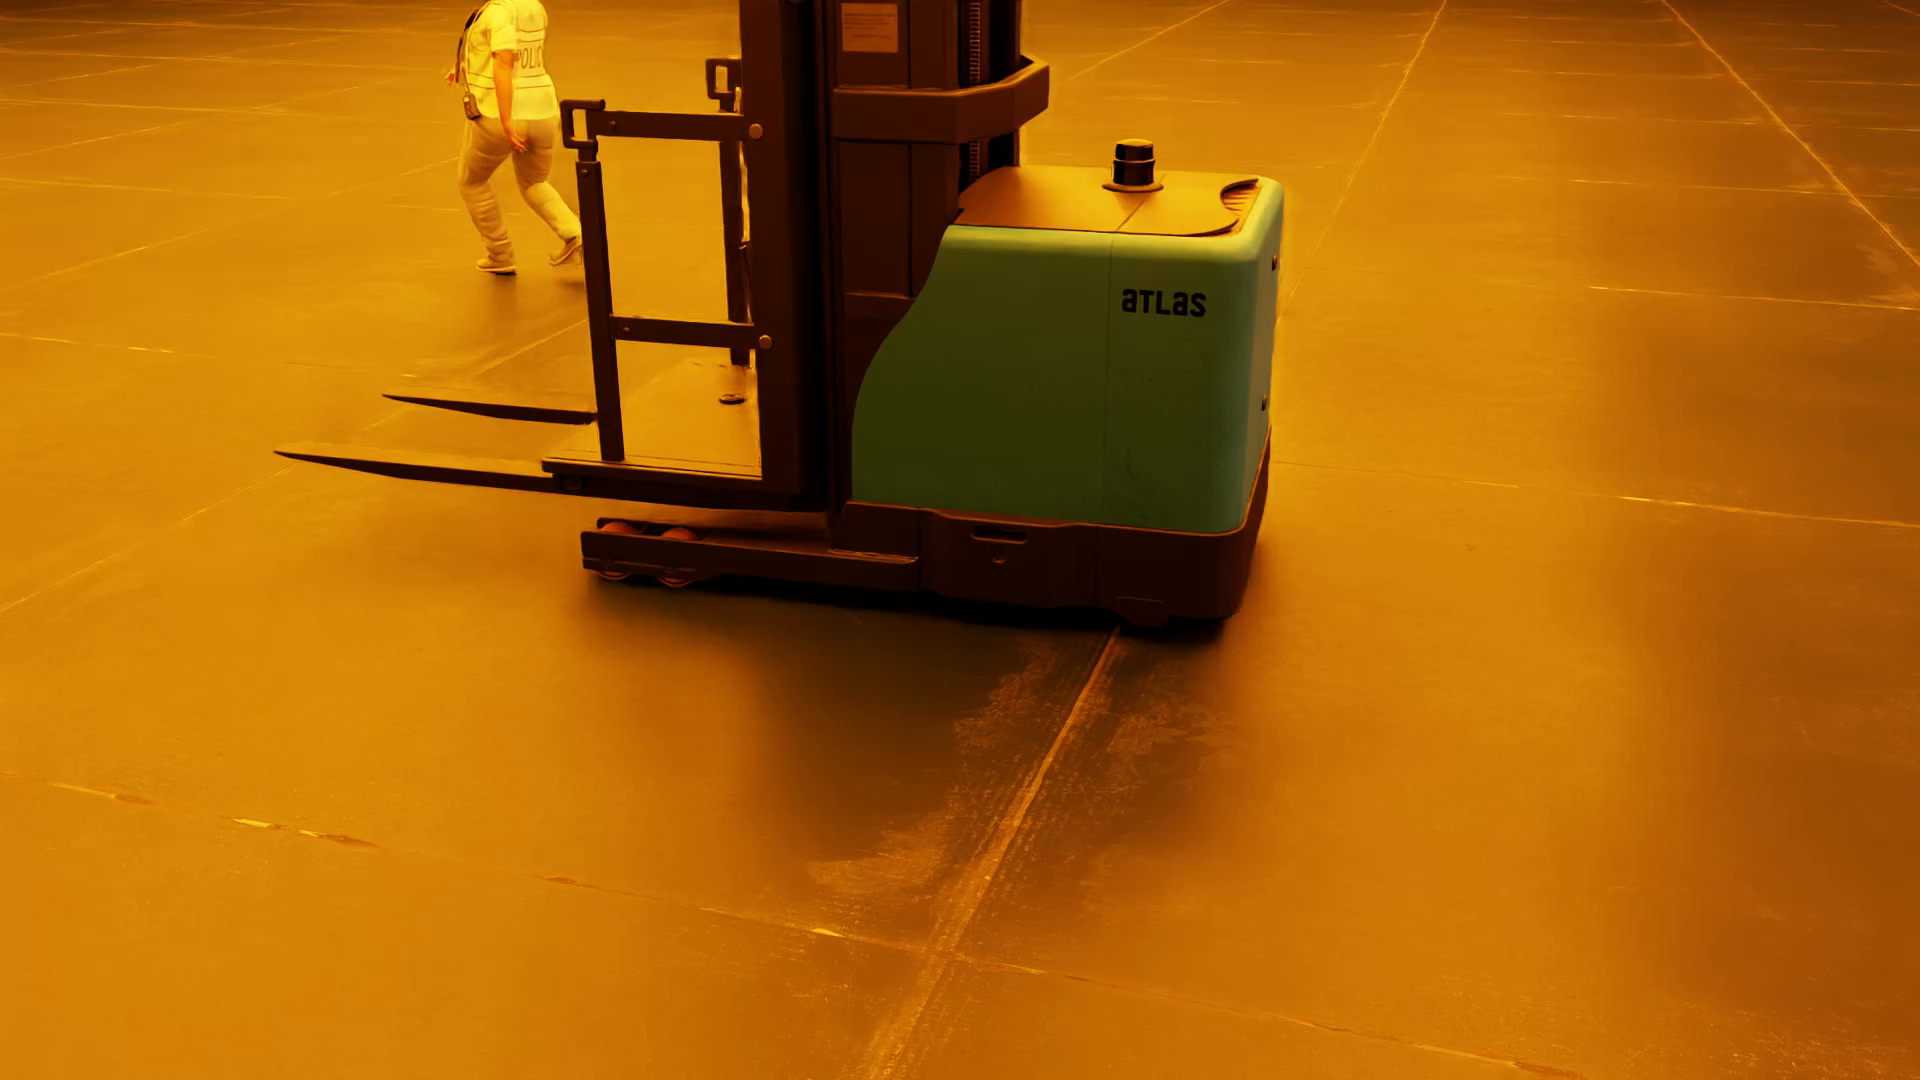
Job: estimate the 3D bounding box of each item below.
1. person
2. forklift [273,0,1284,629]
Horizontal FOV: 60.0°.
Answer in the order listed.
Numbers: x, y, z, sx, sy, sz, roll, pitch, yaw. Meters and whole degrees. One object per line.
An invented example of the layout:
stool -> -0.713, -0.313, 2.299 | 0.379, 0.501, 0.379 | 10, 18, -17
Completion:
person -> -2.170, -2.049, 8.028 | 0.734, 1.589, 0.553 | 16, 27, 34
forklift -> -0.607, -1.407, 4.688 | 3.031, 2.935, 1.130 | 6, 23, 13
